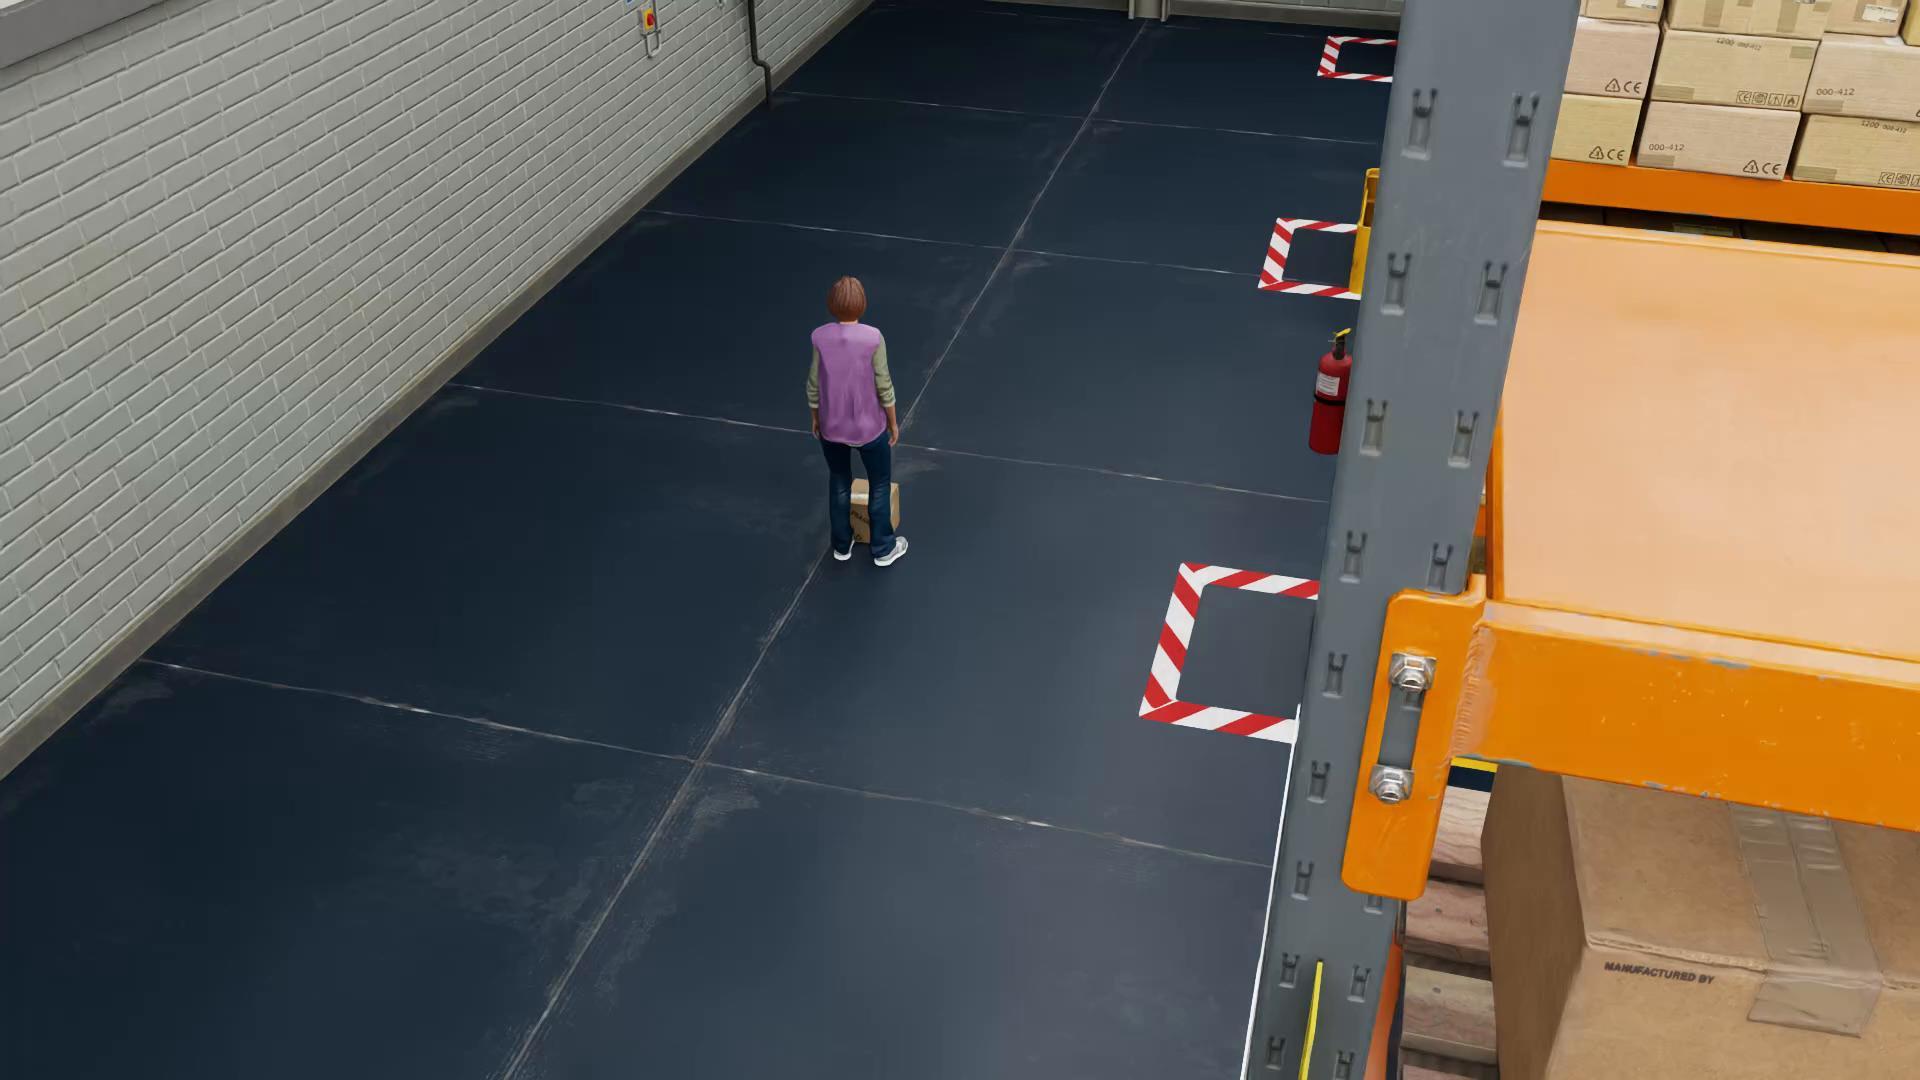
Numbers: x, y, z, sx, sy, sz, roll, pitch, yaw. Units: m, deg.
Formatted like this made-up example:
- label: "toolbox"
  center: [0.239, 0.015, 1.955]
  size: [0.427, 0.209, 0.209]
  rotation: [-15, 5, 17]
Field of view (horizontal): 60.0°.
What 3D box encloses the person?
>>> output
- label: "person"
  center: [-0.540, -0.579, 8.543]
  size: [0.478, 1.580, 0.349]
  rotation: [6, 34, 9]
